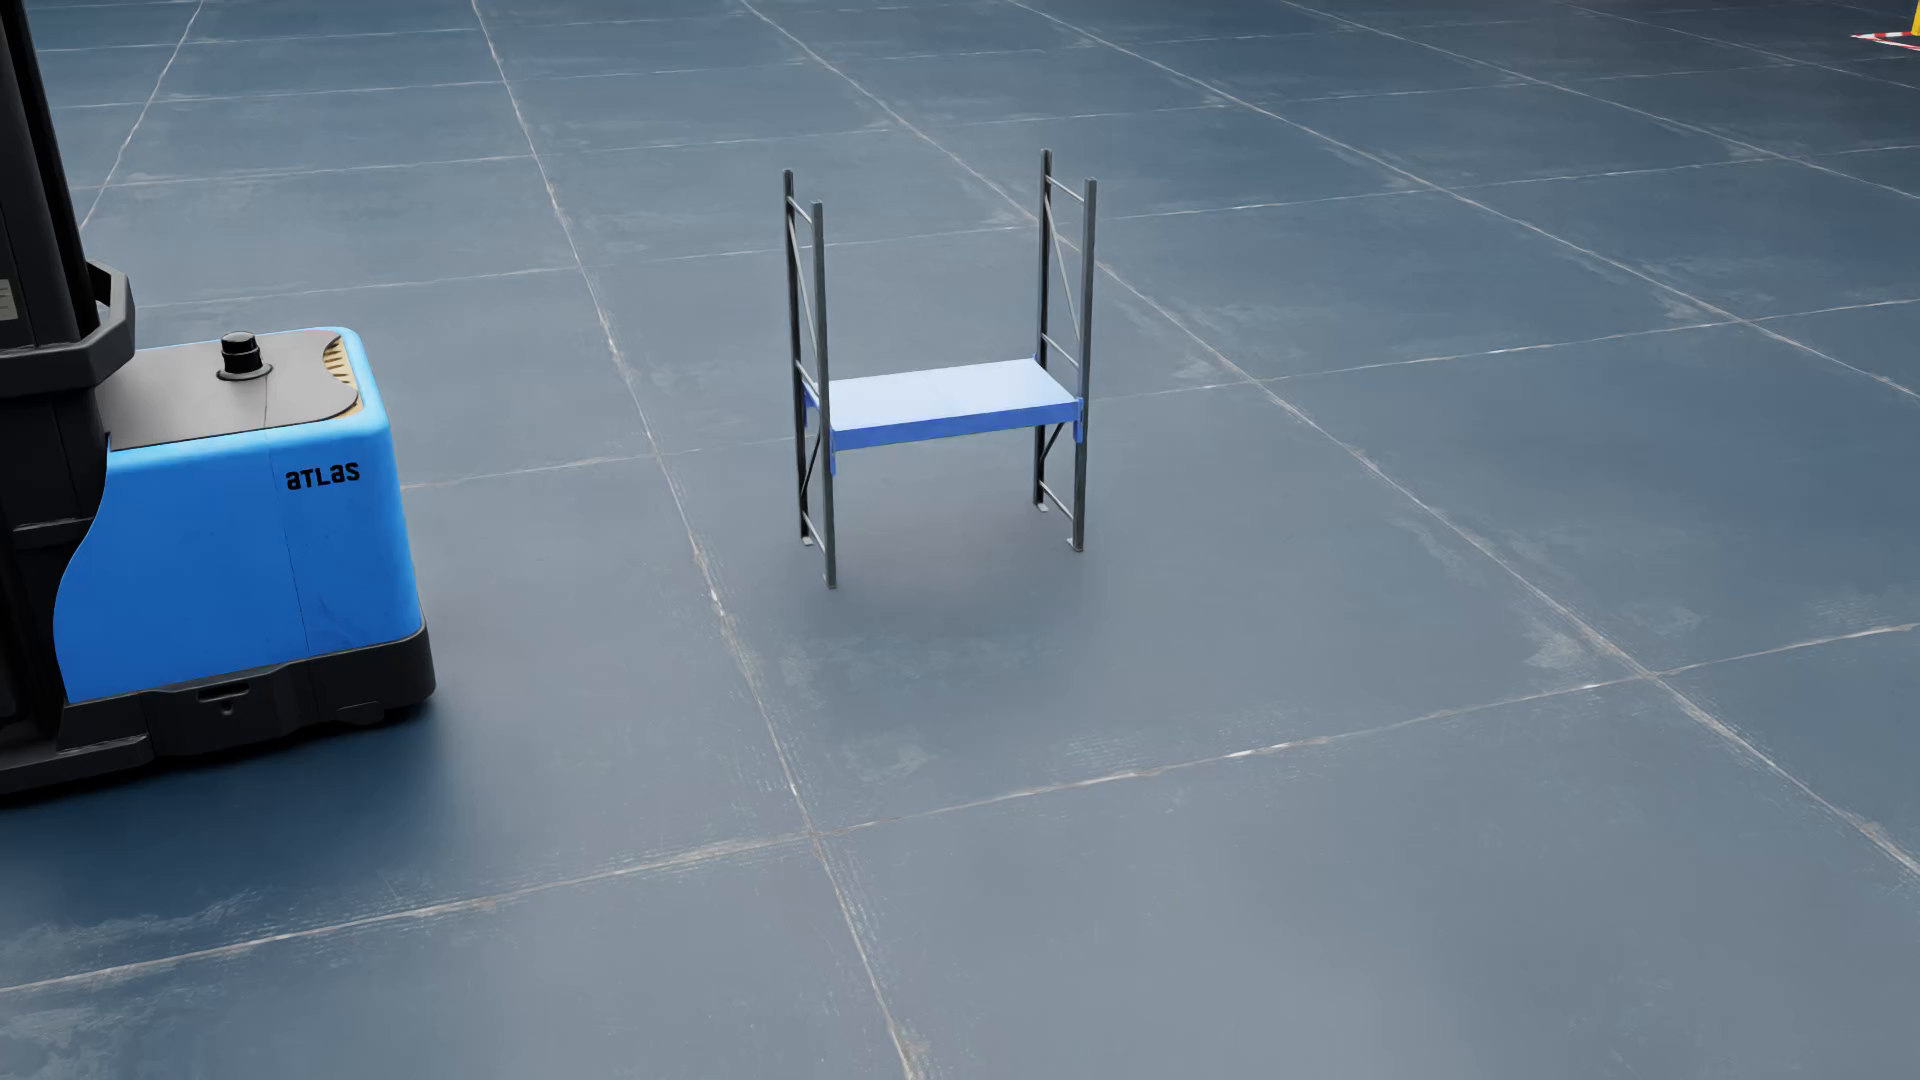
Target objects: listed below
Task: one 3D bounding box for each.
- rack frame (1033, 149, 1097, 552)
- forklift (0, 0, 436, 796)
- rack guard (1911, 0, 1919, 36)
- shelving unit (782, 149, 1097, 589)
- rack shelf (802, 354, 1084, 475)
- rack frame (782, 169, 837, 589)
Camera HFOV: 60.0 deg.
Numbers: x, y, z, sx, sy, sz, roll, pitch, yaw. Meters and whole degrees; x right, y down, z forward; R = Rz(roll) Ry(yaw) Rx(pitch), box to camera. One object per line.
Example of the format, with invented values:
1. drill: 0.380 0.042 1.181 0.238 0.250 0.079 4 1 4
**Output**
1. rack frame: 0.402 -0.730 6.534 0.032 1.500 0.500 -8 28 -16
2. forklift: -3.324 -0.664 4.791 3.031 2.935 1.130 -11 28 -21
3. rack guard: 10.301 -5.321 16.905 0.348 0.500 1.175 -8 28 -16
4. shelving unit: -0.081 -0.660 6.393 1.048 1.500 0.538 -8 28 -16
5. rack shelf: -0.081 -0.499 6.473 1.000 0.185 0.538 -8 28 -16
6. rack frame: -0.564 -0.590 6.252 0.032 1.500 0.500 -8 28 -16
